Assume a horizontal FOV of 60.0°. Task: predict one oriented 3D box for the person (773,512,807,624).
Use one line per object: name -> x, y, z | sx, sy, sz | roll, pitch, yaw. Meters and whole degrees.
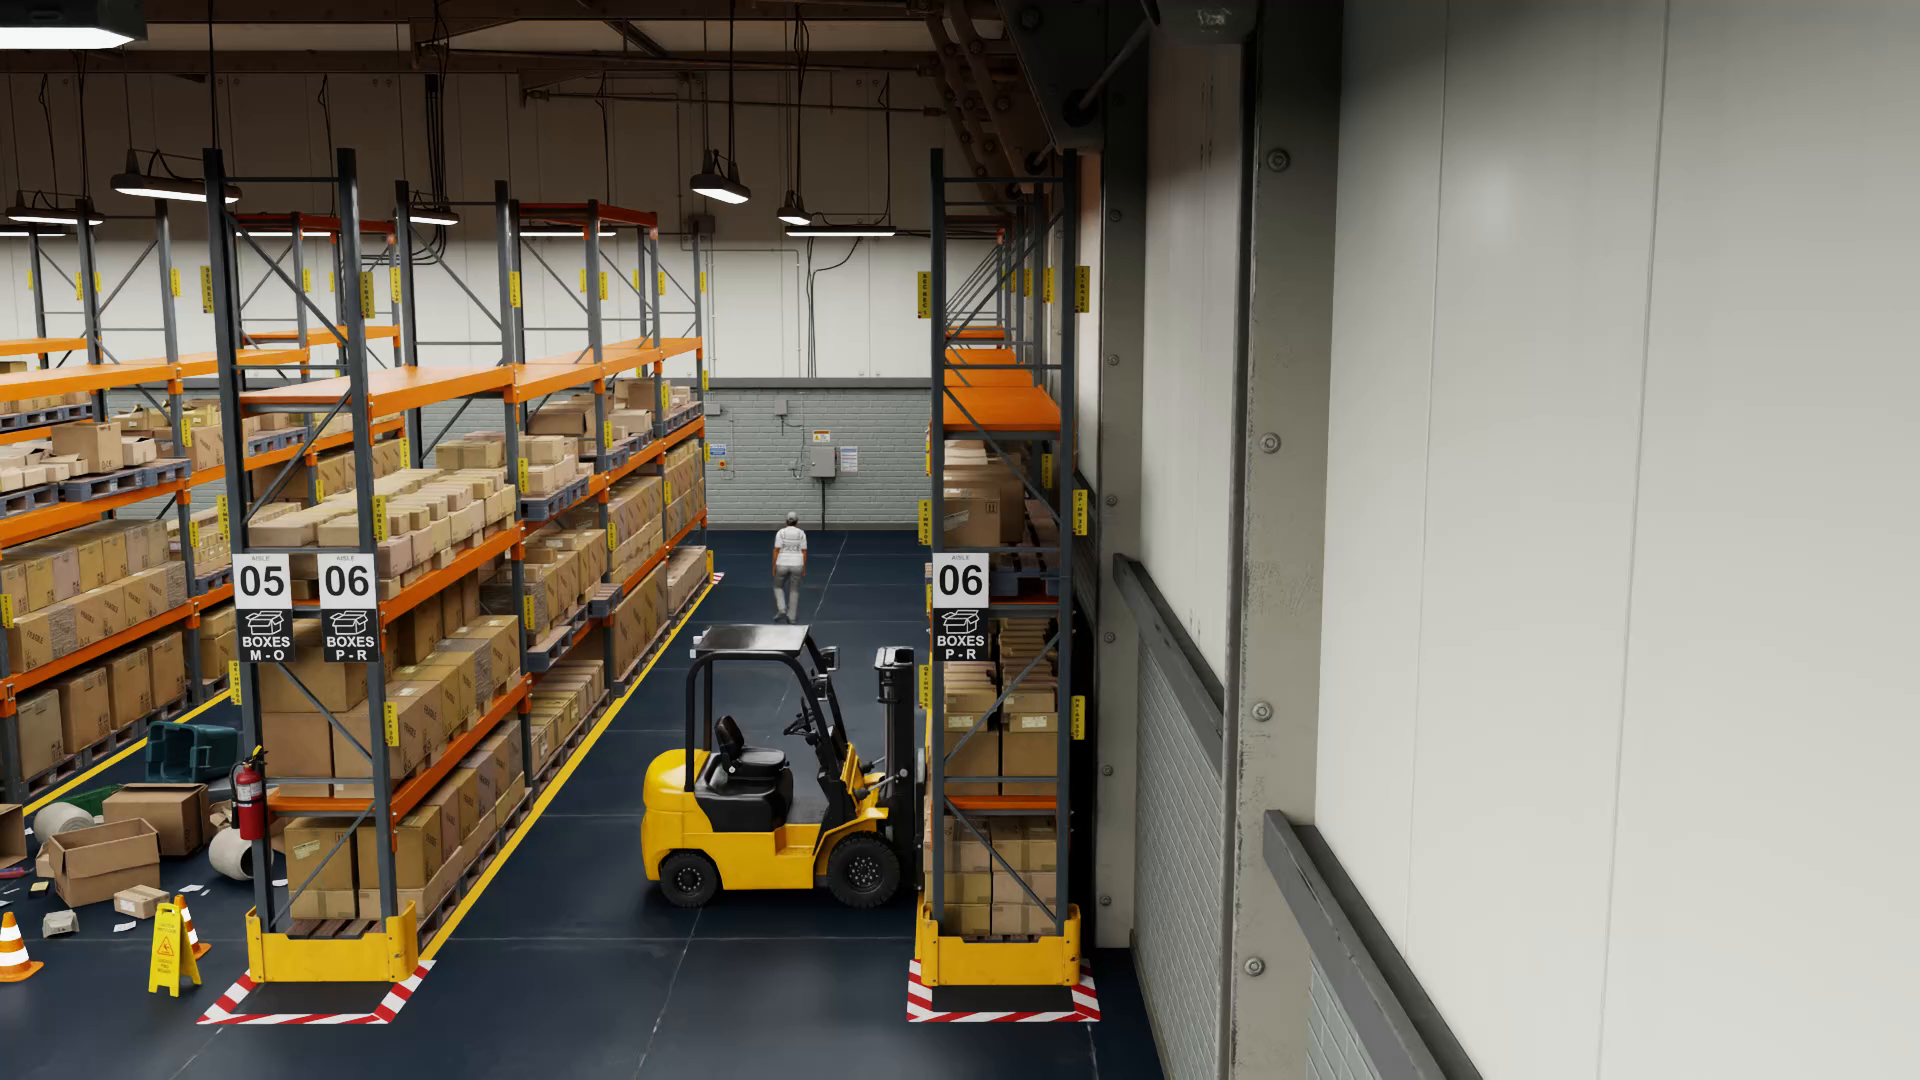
person -> -2.518, 0.415, 24.622 | 0.518, 1.662, 0.477 | -1, 9, -6
